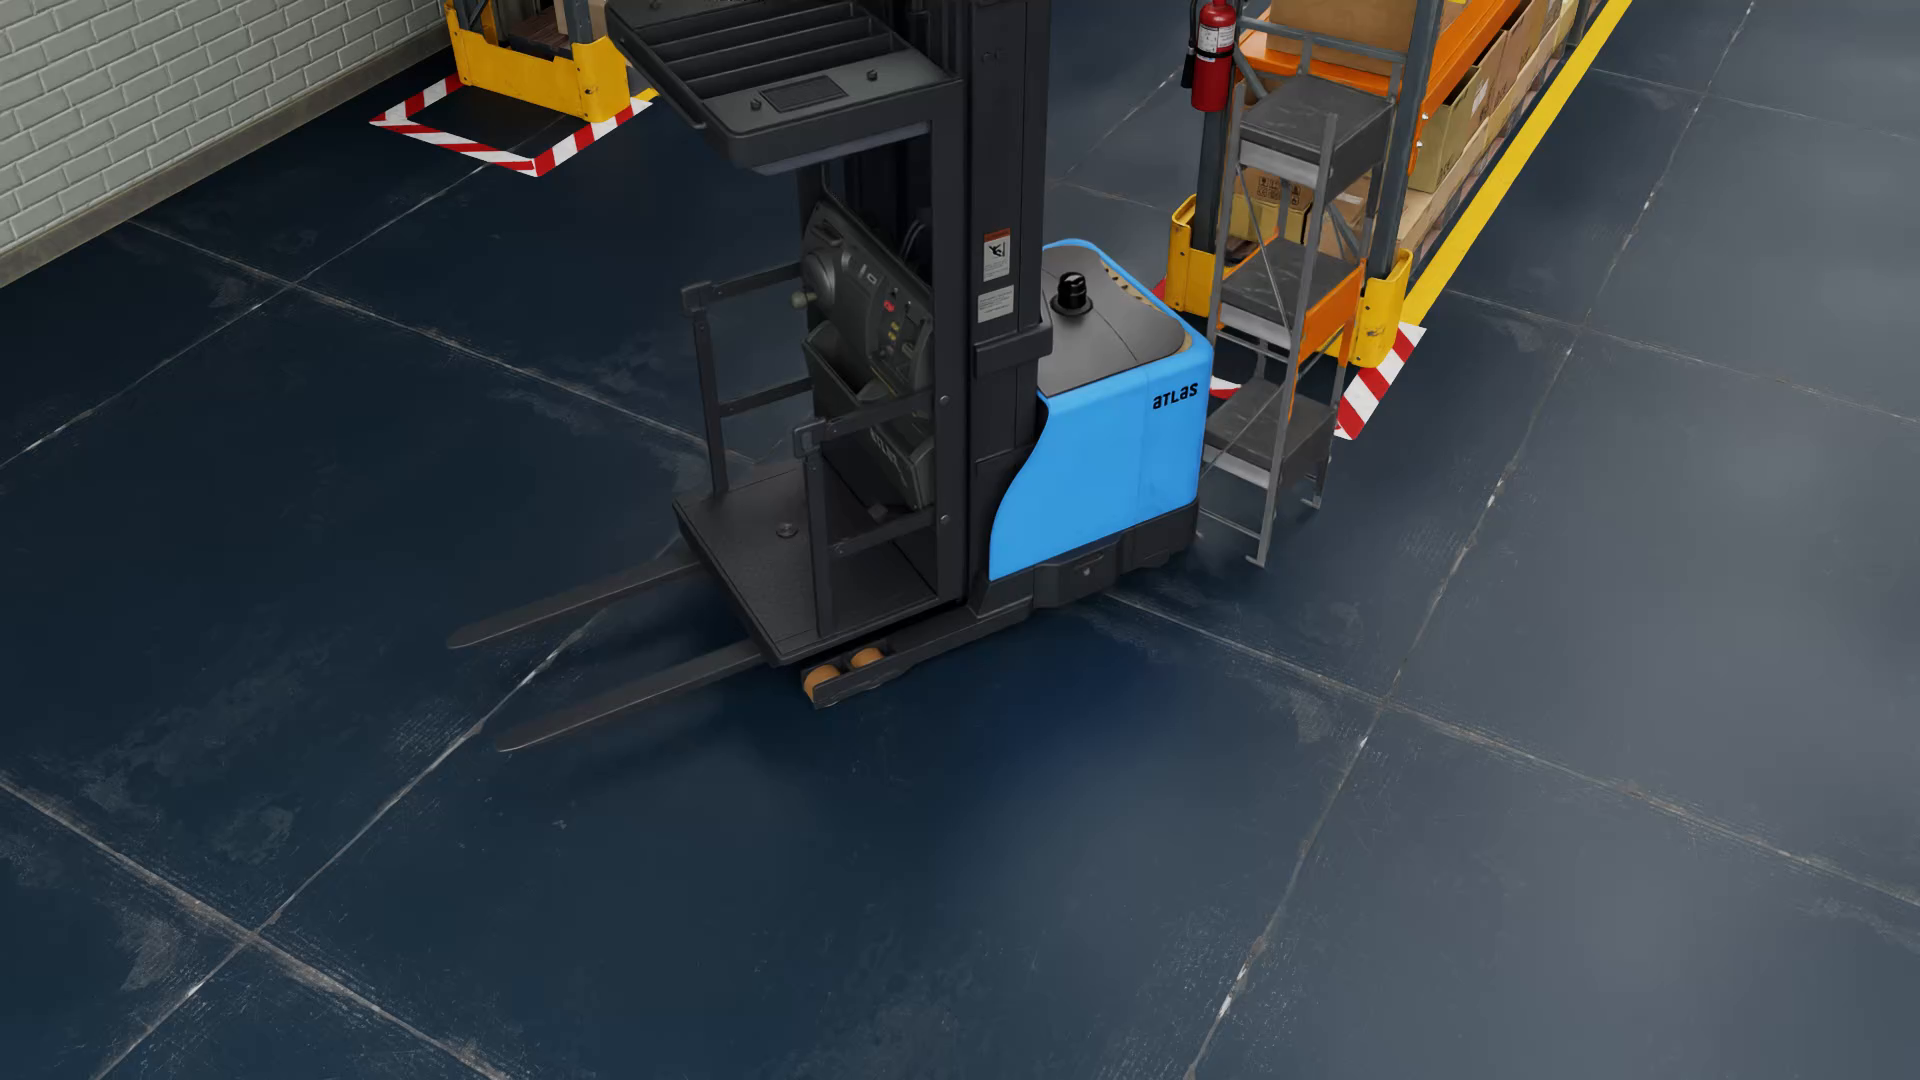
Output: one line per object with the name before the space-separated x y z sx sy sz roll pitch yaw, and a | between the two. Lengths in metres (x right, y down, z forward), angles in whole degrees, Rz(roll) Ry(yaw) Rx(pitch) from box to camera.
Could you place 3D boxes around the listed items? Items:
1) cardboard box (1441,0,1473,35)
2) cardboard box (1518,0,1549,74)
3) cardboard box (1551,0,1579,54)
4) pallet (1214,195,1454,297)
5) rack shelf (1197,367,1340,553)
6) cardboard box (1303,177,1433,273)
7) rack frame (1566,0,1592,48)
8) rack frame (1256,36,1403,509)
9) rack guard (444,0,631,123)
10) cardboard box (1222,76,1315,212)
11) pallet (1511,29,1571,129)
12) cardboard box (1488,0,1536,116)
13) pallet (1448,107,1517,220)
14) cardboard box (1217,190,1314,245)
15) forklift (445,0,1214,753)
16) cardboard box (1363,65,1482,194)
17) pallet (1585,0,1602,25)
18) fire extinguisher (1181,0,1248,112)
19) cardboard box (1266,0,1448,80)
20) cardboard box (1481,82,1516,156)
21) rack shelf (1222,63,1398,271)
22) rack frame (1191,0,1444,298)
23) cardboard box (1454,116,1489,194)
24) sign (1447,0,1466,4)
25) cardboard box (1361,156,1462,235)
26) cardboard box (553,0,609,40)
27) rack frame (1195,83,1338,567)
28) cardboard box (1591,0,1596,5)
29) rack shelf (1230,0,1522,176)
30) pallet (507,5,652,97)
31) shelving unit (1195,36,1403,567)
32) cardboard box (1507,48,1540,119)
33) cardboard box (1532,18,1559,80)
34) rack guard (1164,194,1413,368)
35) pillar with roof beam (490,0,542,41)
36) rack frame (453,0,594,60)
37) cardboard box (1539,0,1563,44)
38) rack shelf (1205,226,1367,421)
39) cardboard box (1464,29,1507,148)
cardboard box | 2.144 -2.866 8.160 0.700 0.500 0.500 22 46 23
cardboard box | 3.092 -3.053 9.642 0.500 0.500 0.500 21 45 22
cardboard box | 3.600 -3.341 10.537 0.500 0.250 0.500 21 45 22
pallet | 1.987 -1.669 8.985 1.003 0.211 1.213 21 45 22
rack shelf | 1.293 -0.347 7.135 0.431 0.518 0.480 27 48 28
cardboard box | 2.102 -1.623 8.586 0.500 0.250 0.500 21 45 22
rack frame | 3.642 -4.553 10.150 1.000 3.000 0.127 21 45 22
rack frame | 1.444 -1.009 6.807 0.400 2.100 0.015 27 48 28
rack guard | -2.612 -3.005 10.285 1.175 0.500 0.348 21 45 22
cardboard box | 1.651 -2.076 8.534 0.500 0.500 0.500 21 45 22
pallet | 3.208 -3.065 10.571 1.003 0.211 1.213 21 45 22
cardboard box | 2.855 -2.762 9.312 0.500 0.500 0.500 21 45 22
pallet | 2.599 -2.364 9.775 1.003 0.211 1.213 21 45 22
cardboard box | 1.653 -1.794 8.781 0.500 0.250 0.500 21 45 22
forklift | -0.526 -0.848 5.995 3.031 2.935 1.130 -21 45 -22
cardboard box | 2.350 -2.191 8.664 0.500 0.500 0.500 21 45 22
pallet | 3.977 -3.941 11.565 1.003 0.211 1.213 21 45 22
fire extinguisher | 1.179 -2.321 7.674 0.296 0.674 0.183 21 45 22
cardboard box | 1.885 -2.564 7.817 0.700 0.500 0.500 21 45 22
cardboard box | 2.854 -2.481 9.560 0.500 0.250 0.500 21 45 22
rack shelf | 1.293 -1.397 6.210 0.431 0.518 0.480 27 48 28
rack frame | 1.641 -2.264 7.551 1.000 3.000 0.127 21 45 22
cardboard box | 2.599 -2.196 9.237 0.500 0.250 0.500 21 45 22
sign | 2.118 -2.432 7.027 0.100 0.325 0.005 21 45 22
cardboard box | 2.349 -1.910 8.912 0.500 0.250 0.500 21 45 22
cardboard box | -2.226 -3.422 10.568 0.500 0.311 0.500 16 44 17
rack frame | 1.143 -0.755 6.519 0.400 2.100 0.015 27 48 28
cardboard box | 4.059 -3.827 11.089 0.500 0.250 0.500 20 45 21
rack shelf | 2.642 -3.138 9.088 1.077 0.370 4.000 21 45 22
pallet | -2.175 -3.350 10.895 1.003 0.211 1.213 21 45 22
shelving unit | 1.293 -0.882 6.663 0.431 2.100 0.503 27 48 28
cardboard box | 3.103 -2.767 9.885 0.500 0.250 0.500 21 45 22
cardboard box | 3.341 -3.058 10.216 0.500 0.250 0.500 21 45 22
rack guard | 1.629 -1.312 8.362 1.175 0.500 0.348 21 45 22
pillar with roof beam | 0.679 -5.414 6.589 9.100 9.000 0.400 21 45 22
rack frame | -2.650 -3.900 9.409 1.000 3.000 0.127 21 45 22
cardboard box | 3.339 -3.340 9.968 0.500 0.500 0.500 21 45 22
rack shelf | 1.293 -0.872 6.672 0.431 0.518 0.480 27 48 28
cardboard box | 2.589 -2.481 8.994 0.500 0.500 0.500 21 45 22
